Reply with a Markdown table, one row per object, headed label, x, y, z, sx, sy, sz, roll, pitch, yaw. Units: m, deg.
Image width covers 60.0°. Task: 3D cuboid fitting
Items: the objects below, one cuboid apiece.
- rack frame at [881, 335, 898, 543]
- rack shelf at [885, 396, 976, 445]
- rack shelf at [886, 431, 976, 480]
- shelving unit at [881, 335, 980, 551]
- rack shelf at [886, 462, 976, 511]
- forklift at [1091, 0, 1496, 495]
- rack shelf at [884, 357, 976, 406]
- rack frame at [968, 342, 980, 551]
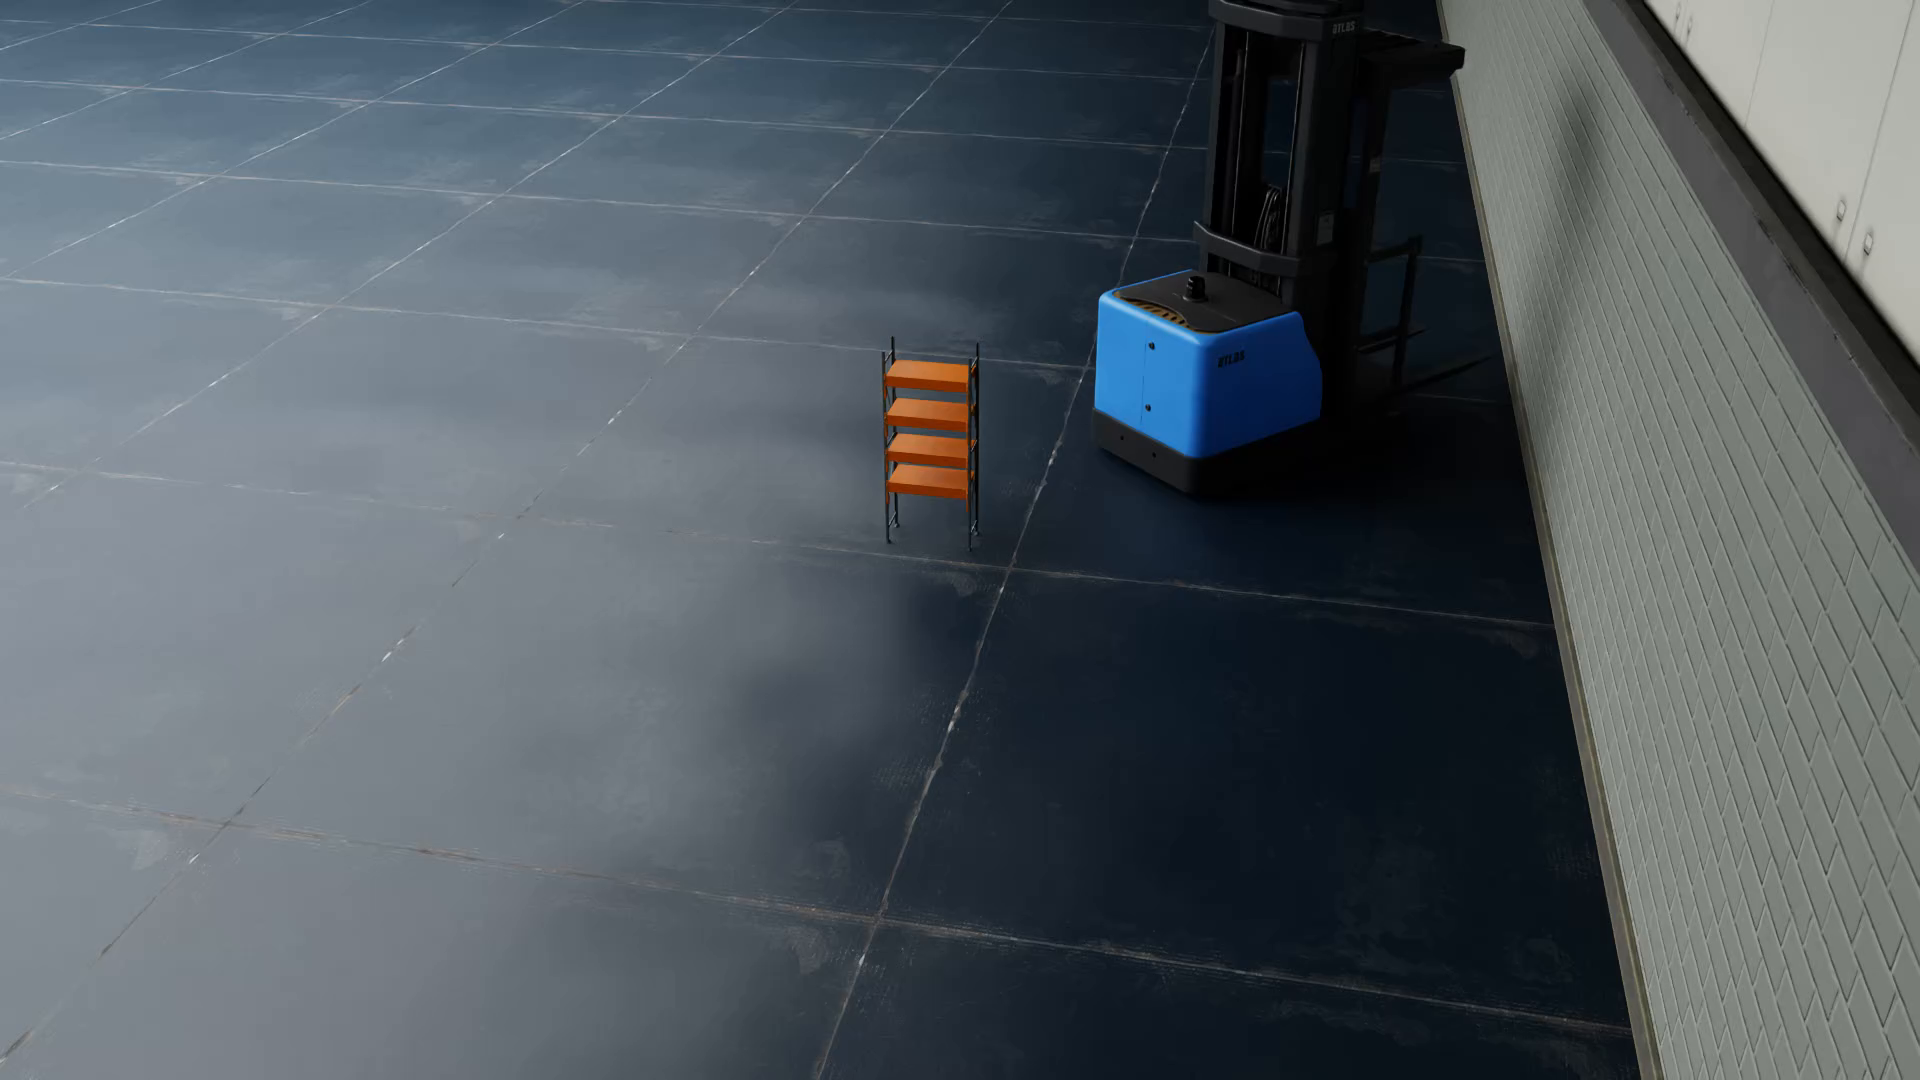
| label | x | y | z | sx | sy | sz | roll | pitch | yaw |
| --- | --- | --- | --- | --- | --- | --- | --- | --- | --- |
| rack frame | -0.400 | -0.567 | 9.537 | 0.015 | 1.200 | 0.240 | 6 | 29 | 11 |
| rack shelf | -0.162 | -0.680 | 9.417 | 0.480 | 0.148 | 0.258 | 6 | 29 | 11 |
| rack shelf | -0.162 | -0.484 | 9.525 | 0.480 | 0.148 | 0.258 | 6 | 29 | 11 |
| shelving unit | -0.162 | -0.543 | 9.492 | 0.503 | 1.200 | 0.258 | 6 | 29 | 11 |
| rack shelf | -0.162 | -0.310 | 9.620 | 0.480 | 0.148 | 0.258 | 6 | 29 | 11 |
| forklift | 2.341 | -2.105 | 10.543 | 3.031 | 2.935 | 1.130 | -19 | 34 | -31 |
| rack shelf | -0.162 | -0.888 | 9.303 | 0.480 | 0.148 | 0.258 | 6 | 29 | 11 |
| rack frame | 0.077 | -0.518 | 9.447 | 0.015 | 1.200 | 0.240 | 6 | 29 | 11 |
